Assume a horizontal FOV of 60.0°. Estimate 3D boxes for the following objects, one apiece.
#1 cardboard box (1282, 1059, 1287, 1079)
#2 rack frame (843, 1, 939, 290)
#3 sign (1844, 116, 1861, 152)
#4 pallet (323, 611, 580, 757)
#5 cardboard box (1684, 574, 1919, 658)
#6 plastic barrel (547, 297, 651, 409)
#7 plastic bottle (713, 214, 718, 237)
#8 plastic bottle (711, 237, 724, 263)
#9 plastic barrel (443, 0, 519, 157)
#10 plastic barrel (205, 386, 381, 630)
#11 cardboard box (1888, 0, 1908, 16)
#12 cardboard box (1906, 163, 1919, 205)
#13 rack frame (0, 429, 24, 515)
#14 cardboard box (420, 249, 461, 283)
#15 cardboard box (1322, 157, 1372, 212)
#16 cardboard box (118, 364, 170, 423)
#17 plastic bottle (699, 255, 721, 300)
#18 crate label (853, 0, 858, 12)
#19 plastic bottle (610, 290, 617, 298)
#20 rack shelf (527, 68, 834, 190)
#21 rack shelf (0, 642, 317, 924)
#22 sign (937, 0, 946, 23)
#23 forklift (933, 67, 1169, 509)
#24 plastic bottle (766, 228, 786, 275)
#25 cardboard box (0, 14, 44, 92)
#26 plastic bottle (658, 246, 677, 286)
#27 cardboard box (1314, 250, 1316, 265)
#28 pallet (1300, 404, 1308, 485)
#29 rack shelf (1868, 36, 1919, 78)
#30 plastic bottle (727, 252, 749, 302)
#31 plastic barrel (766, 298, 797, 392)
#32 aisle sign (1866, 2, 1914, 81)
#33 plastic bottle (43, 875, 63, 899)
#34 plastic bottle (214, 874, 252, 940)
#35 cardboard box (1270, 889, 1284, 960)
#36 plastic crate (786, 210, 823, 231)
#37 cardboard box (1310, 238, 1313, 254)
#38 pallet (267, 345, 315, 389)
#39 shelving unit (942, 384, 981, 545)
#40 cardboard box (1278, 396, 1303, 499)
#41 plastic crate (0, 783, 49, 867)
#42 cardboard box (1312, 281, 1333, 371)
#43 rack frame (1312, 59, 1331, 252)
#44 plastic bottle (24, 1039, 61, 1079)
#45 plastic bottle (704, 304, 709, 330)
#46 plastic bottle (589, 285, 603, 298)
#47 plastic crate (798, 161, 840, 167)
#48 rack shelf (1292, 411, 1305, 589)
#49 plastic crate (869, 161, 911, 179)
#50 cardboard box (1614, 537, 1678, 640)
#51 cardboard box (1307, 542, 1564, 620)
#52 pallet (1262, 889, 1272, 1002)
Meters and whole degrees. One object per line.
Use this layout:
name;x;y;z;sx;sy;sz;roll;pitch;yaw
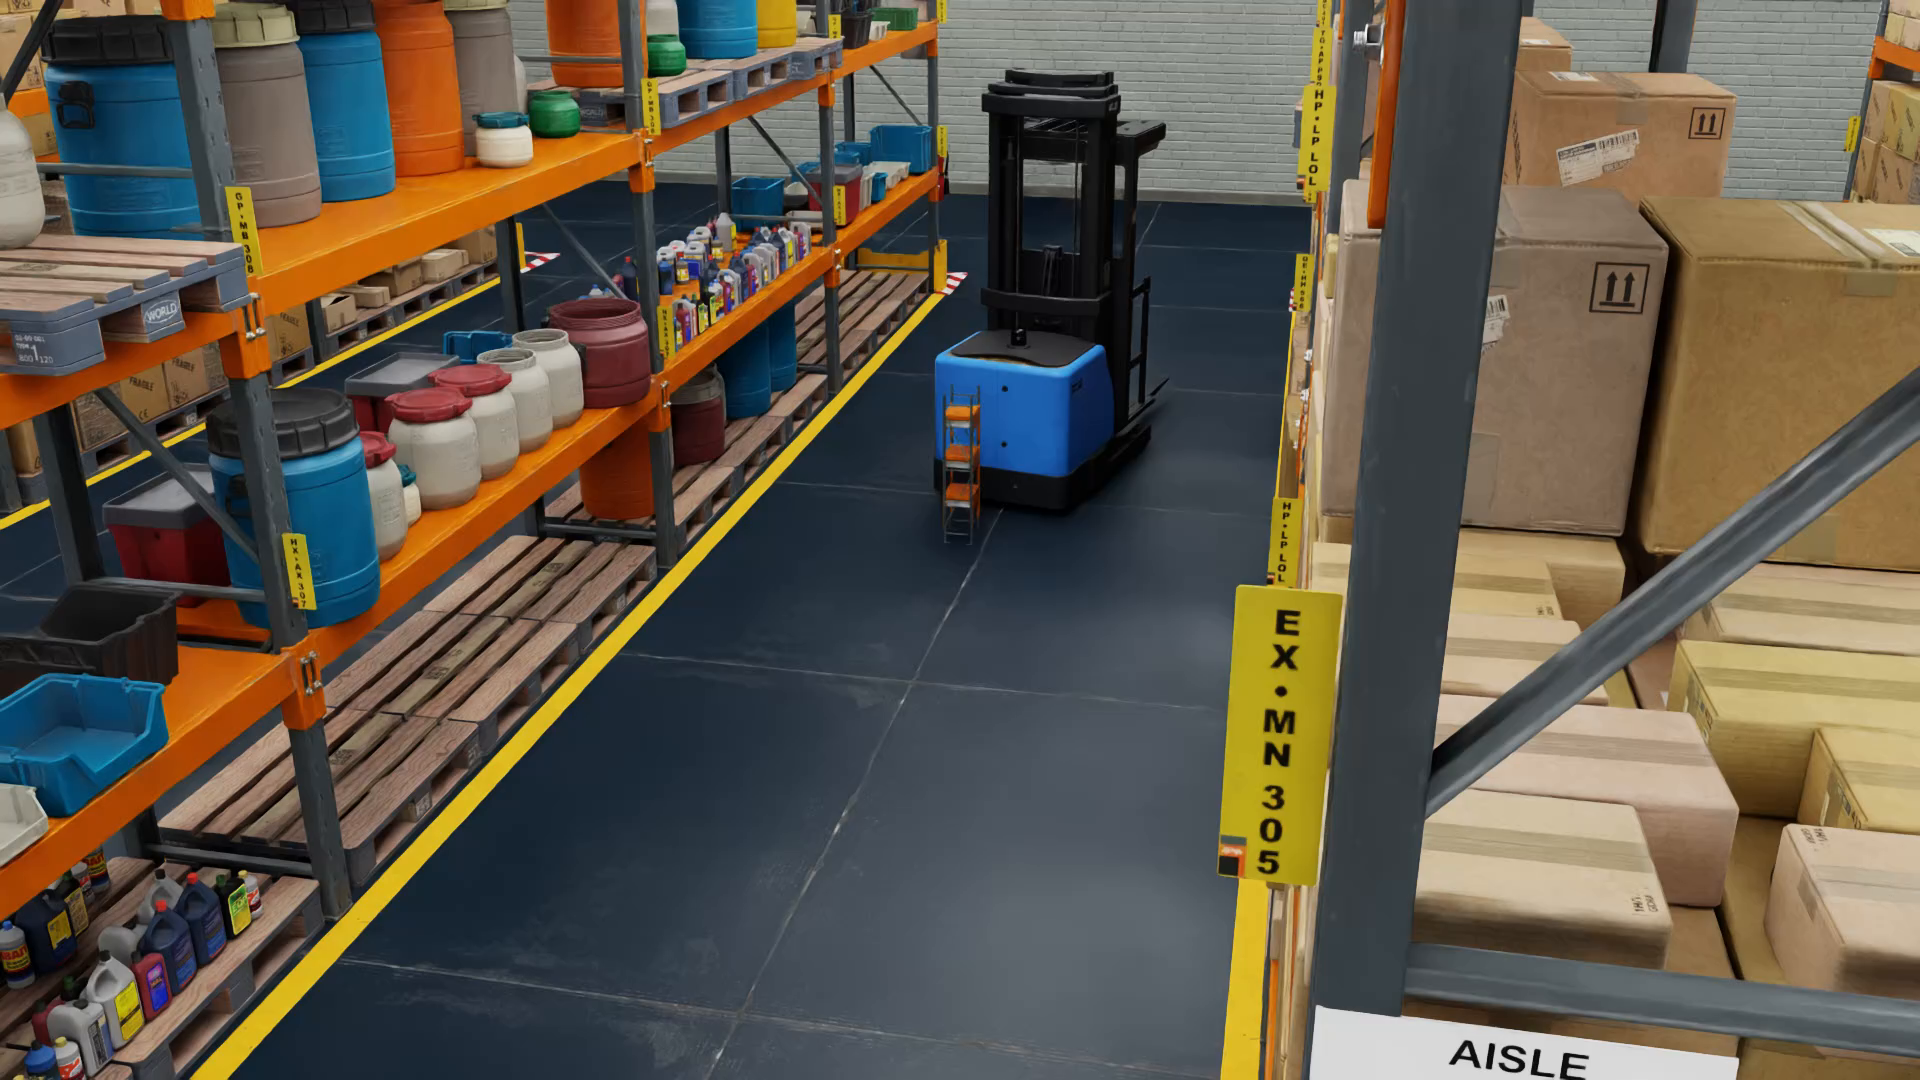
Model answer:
cardboard box;0.724;1.182;2.534;0.500;0.500;0.500;4;22;11
rack frame;-0.730;-4.179;17.716;1.000;3.000;0.127;4;22;11
sign;8.422;-3.830;15.688;0.100;0.325;0.005;4;22;11
pallet;-2.810;0.765;9.171;1.003;0.211;1.213;4;22;11
cardboard box;1.340;0.177;2.552;0.380;0.149;0.250;5;23;13
plastic barrel;-2.161;-1.124;9.947;0.600;0.536;0.708;4;22;11
plastic bottle;-2.039;-2.561;13.853;0.061;0.283;0.133;4;22;11
plastic bottle;-1.963;-2.348;13.433;0.097;0.201;0.097;0;22;0
plastic barrel;-2.743;-2.594;9.092;0.600;0.901;0.600;0;22;0
plastic barrel;-2.804;-0.141;7.019;0.600;0.901;0.708;4;22;11
cardboard box;8.607;-4.796;14.763;0.500;0.250;0.500;5;22;12
cardboard box;8.297;-2.865;13.921;0.500;0.500;0.500;4;22;10
rack frame;-7.211;-1.633;11.392;1.000;3.000;0.127;4;22;11
cardboard box;-5.672;-2.924;17.691;0.500;0.250;0.500;4;22;11
cardboard box;1.940;-1.669;7.668;0.500;0.250;0.500;5;22;12
cardboard box;-6.630;-1.197;13.067;0.500;0.500;0.500;4;22;10
plastic bottle;-1.815;-1.892;12.102;0.144;0.351;0.185;4;22;11
crate label;-1.235;-5.189;16.406;0.408;0.251;0.502;4;22;11
plastic bottle;-2.470;-1.716;11.866;0.097;0.201;0.097;0;22;0
rack shelf;-1.955;-3.043;11.841;1.077;0.370;4.000;4;22;11
rack shelf;-3.587;1.274;5.137;1.077;0.370;4.000;4;22;11
sign;-0.189;-5.486;17.085;0.100;0.325;0.005;4;22;11
forklift;0.869;-2.091;12.622;1.130;2.935;3.031;9;24;22
plastic bottle;-1.452;-2.265;13.028;0.144;0.351;0.185;4;22;11
cardboard box;-7.051;-3.419;11.679;0.910;0.500;0.500;4;22;11
plastic bottle;-2.250;-2.095;12.707;0.152;0.276;0.135;4;22;11
cardboard box;2.659;-1.680;11.376;0.500;0.500;0.500;5;22;12
pallet;2.445;-0.518;8.882;1.213;0.211;1.003;4;22;11
rack shelf;8.545;-3.713;13.505;1.077;0.370;4.000;4;22;11
plastic bottle;-1.639;-1.930;12.196;0.144;0.351;0.185;4;22;11
plastic barrel;-1.674;-1.740;13.906;0.600;0.901;0.708;4;22;11
aisle sign;8.674;-4.642;15.385;0.394;0.787;0.004;4;22;11
plastic bottle;-3.712;1.472;6.740;0.152;0.276;0.135;5;23;13
plastic bottle;-2.954;1.466;6.745;0.061;0.283;0.133;6;23;14
cardboard box;1.111;1.124;4.885;0.380;0.149;0.250;4;22;11
plastic crate;-1.312;-2.781;14.517;0.396;0.136;0.243;4;22;11
cardboard box;3.044;-2.359;13.532;0.380;0.149;0.250;5;22;11
pallet;-6.524;-1.502;14.799;1.003;0.211;1.213;4;22;11
shelving unit;0.011;-0.507;11.206;0.215;1.050;0.252;4;22;11
cardboard box;2.647;-0.336;10.455;1.225;0.875;0.875;3;22;8
plastic crate;-3.263;0.945;5.345;0.530;0.136;0.437;4;22;11
cardboard box;1.327;-0.590;4.989;0.500;0.250;0.500;4;22;9
rack frame;3.302;-2.339;13.146;1.000;3.000;0.127;4;22;11
plastic bottle;-3.189;1.858;5.787;0.097;0.271;0.097;0;22;0
plastic bottle;-1.786;-1.553;11.461;0.097;0.201;0.097;0;22;0
plastic bottle;-2.530;-1.642;11.588;0.097;0.271;0.097;0;22;0
plastic crate;-1.372;-3.583;16.378;0.416;0.233;0.300;4;22;11
rack shelf;2.078;0.189;7.832;1.077;0.370;4.000;4;22;11
plastic crate;-0.720;-3.773;16.979;0.396;0.136;0.243;4;22;11
cardboard box;1.409;0.201;3.024;0.500;0.250;0.500;4;22;11
cardboard box;0.749;0.129;2.669;0.380;0.149;0.250;5;22;11
pallet;1.827;1.596;7.109;1.003;0.211;1.213;4;22;11
